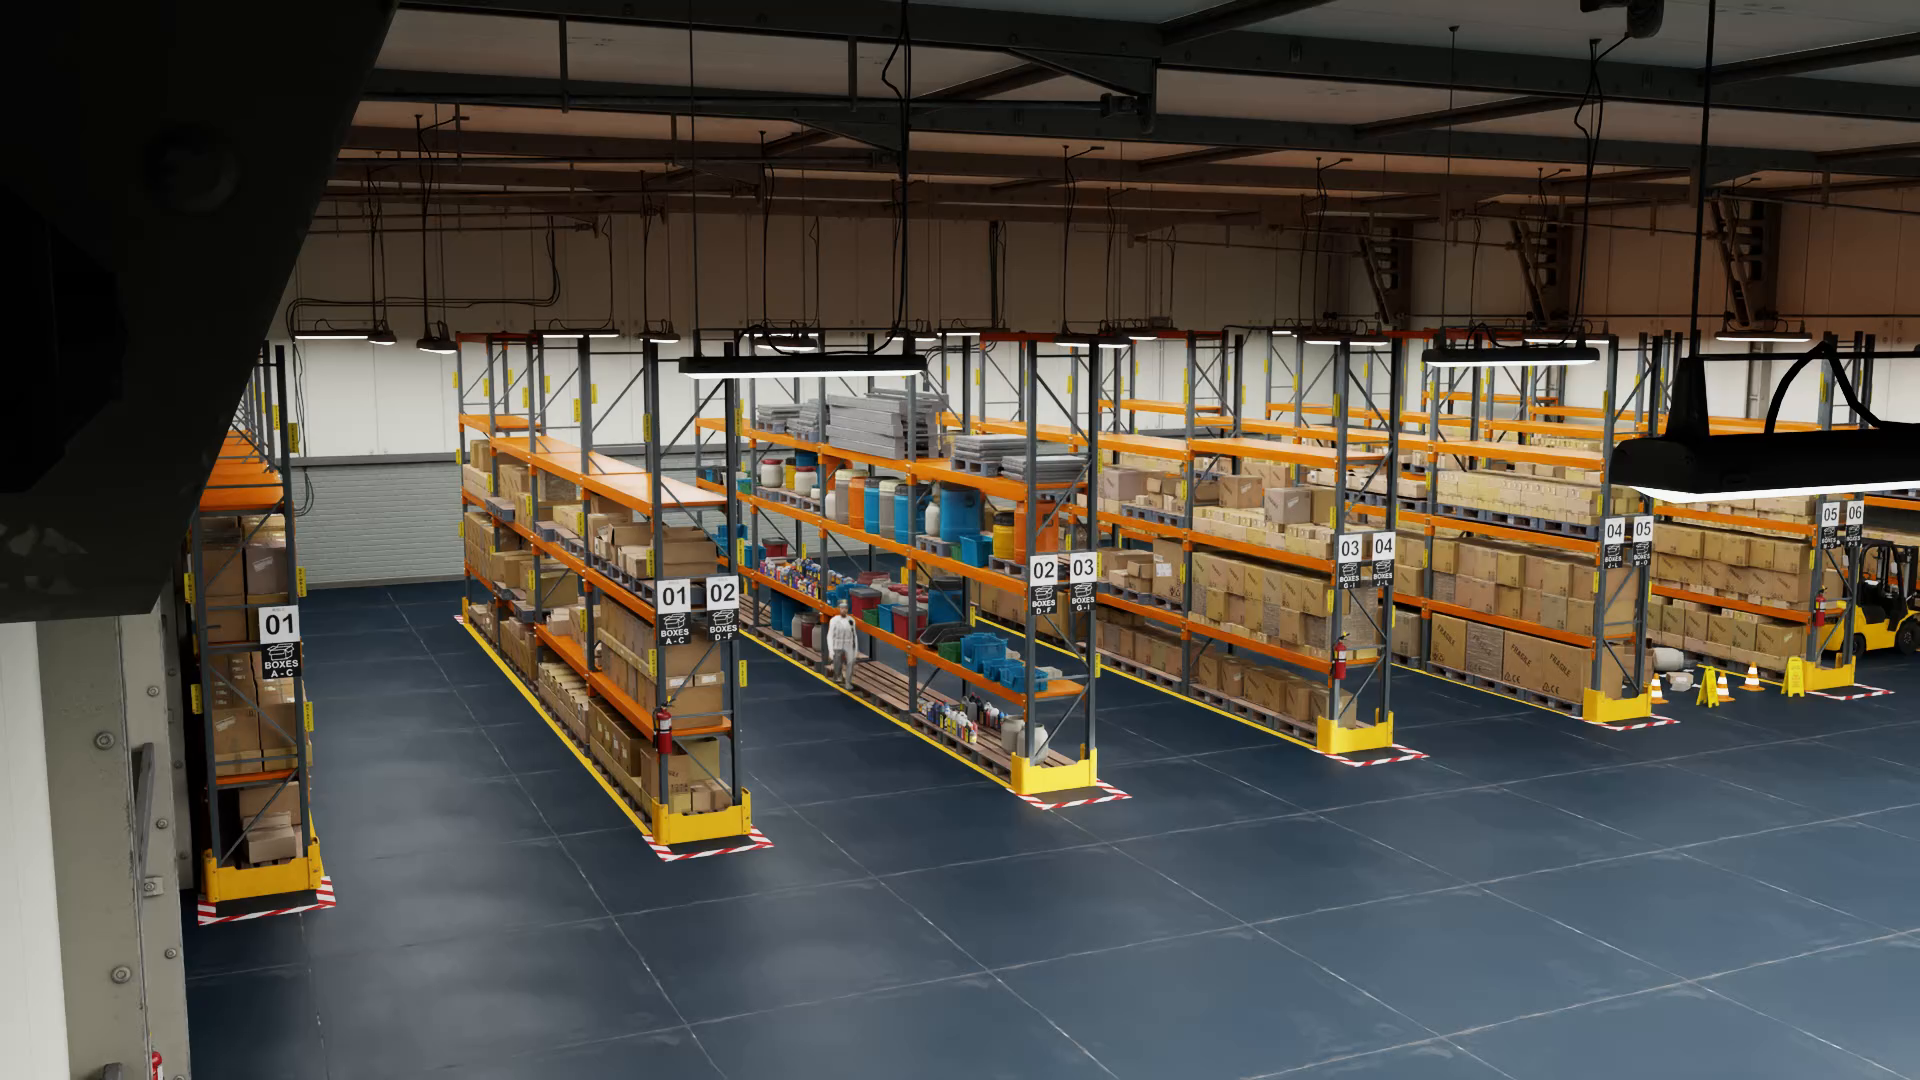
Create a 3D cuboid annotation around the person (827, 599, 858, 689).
[{"bbox_3d":[-1.923,1.686,27.218,0.513,1.457,1.059,-1,8,-5],"label":"person"}]
